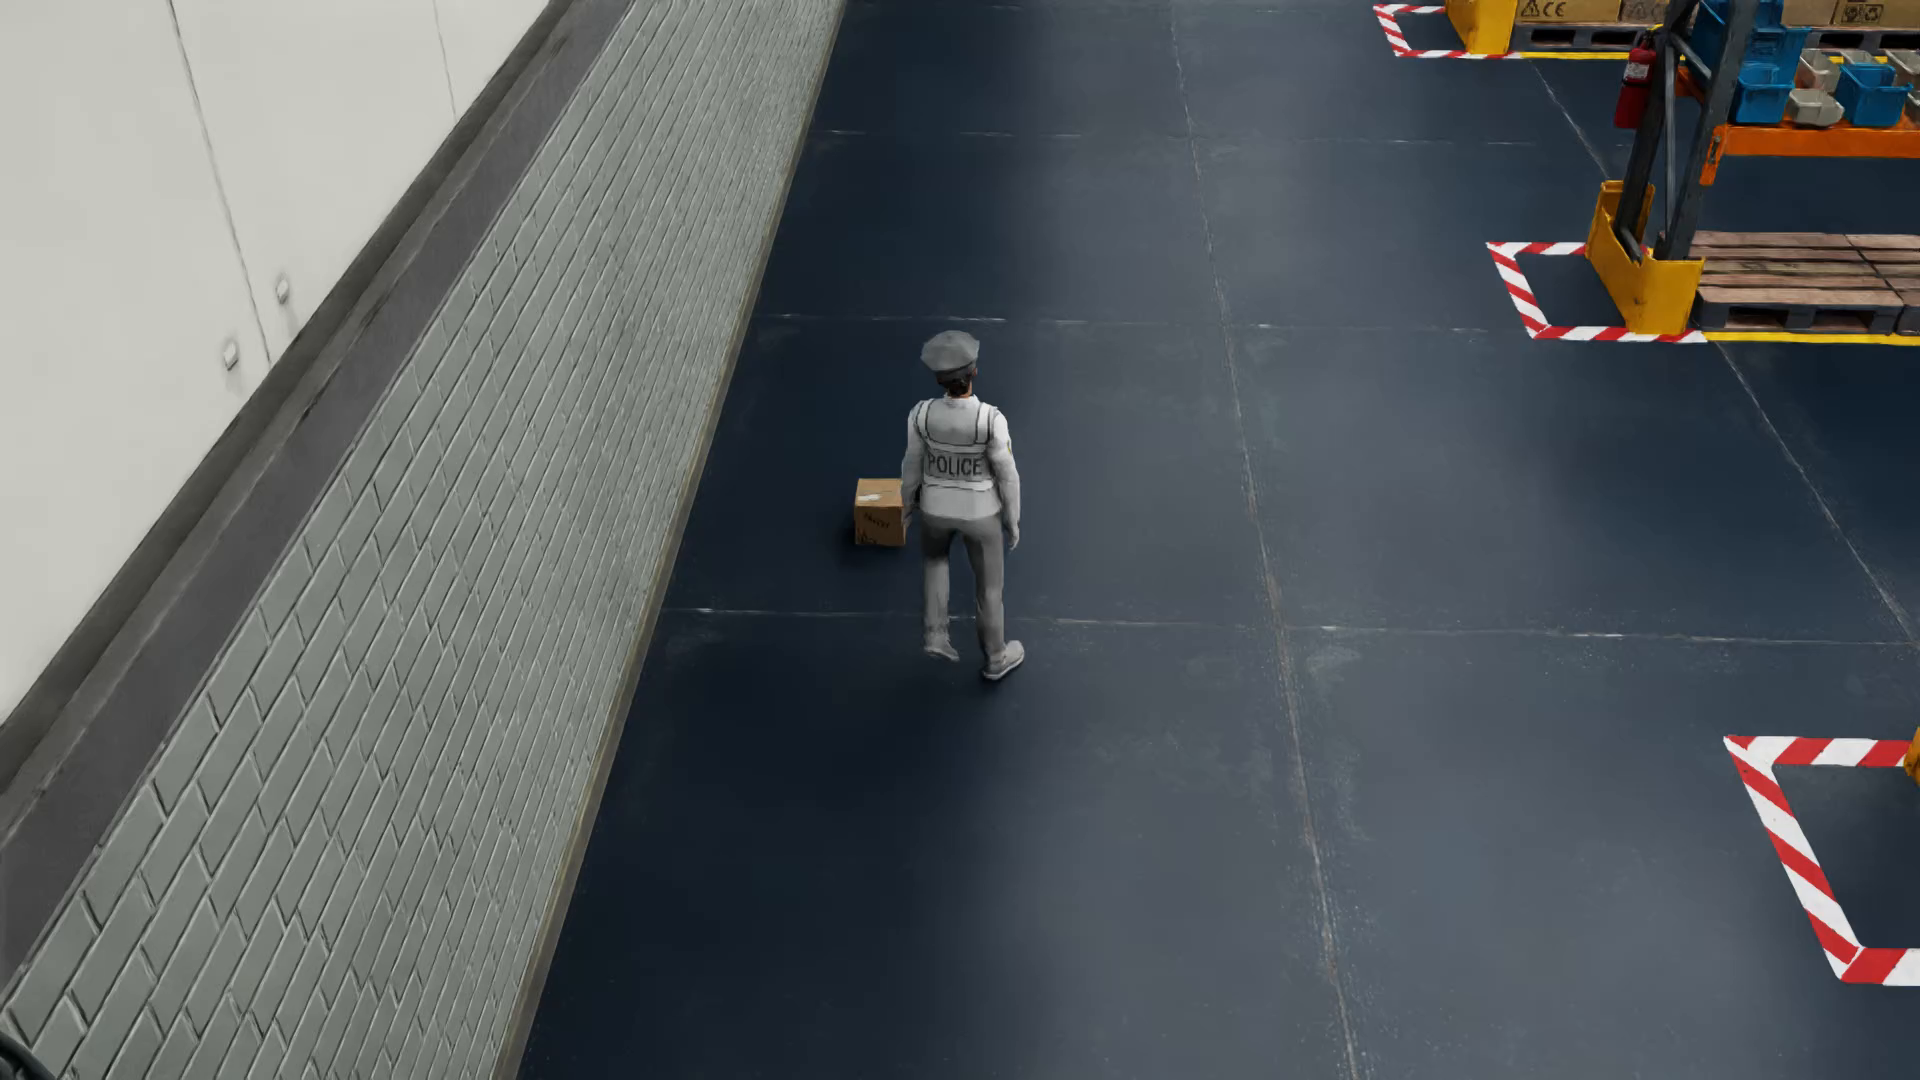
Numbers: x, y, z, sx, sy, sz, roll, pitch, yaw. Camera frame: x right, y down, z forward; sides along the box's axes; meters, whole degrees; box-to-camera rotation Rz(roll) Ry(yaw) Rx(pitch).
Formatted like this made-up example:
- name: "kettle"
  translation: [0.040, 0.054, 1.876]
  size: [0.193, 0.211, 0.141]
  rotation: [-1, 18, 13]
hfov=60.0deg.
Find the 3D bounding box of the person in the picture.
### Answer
- name: "person"
  translation: [-0.007, -0.089, 7.206]
  size: [0.563, 1.661, 0.466]
  rotation: [8, 37, 11]
